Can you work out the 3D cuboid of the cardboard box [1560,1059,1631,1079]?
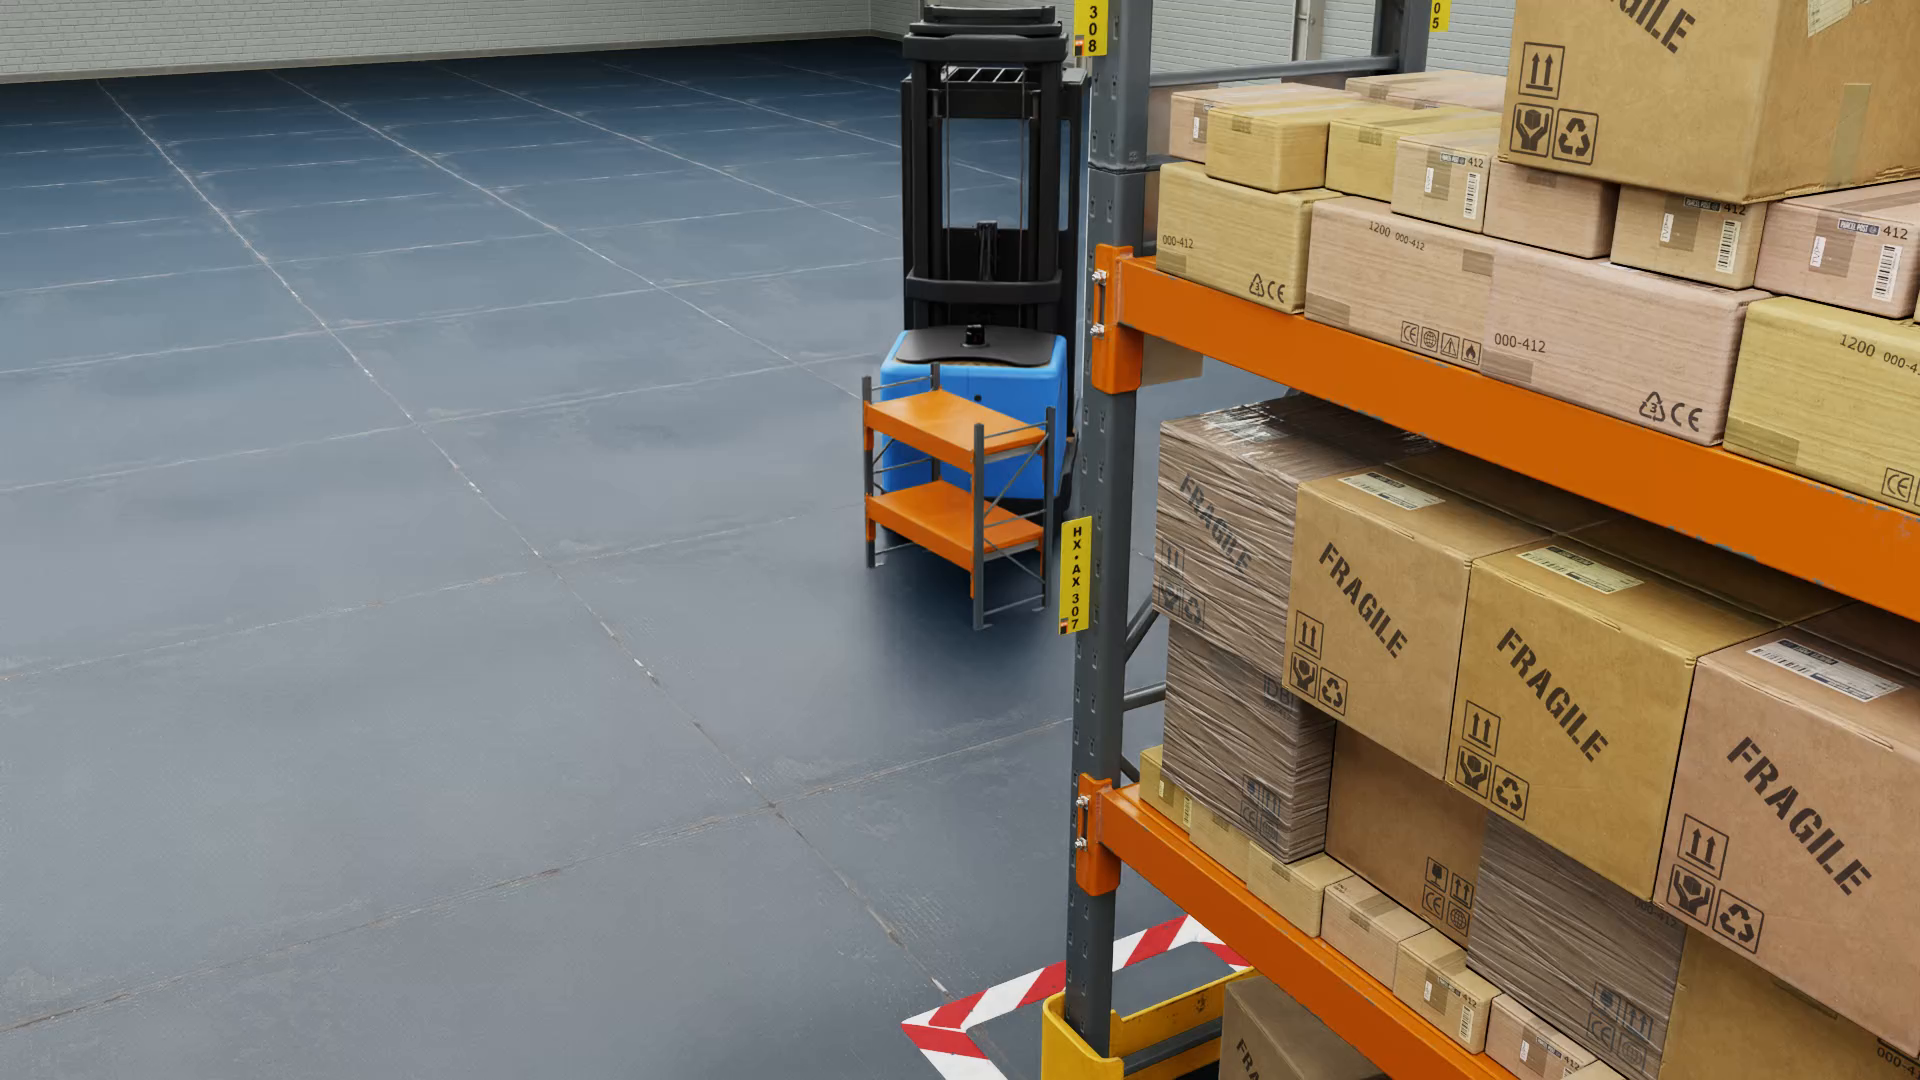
[{"bbox_3d":[1.401,1.152,3.328,0.380,0.149,0.250,-13,25,-28],"label":"cardboard box"}]

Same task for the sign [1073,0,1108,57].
[{"bbox_3d":[0.311,-1.297,3.875,0.100,0.325,0.005,-13,25,-28],"label":"sign"}]

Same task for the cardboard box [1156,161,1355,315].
[{"bbox_3d":[0.801,-0.721,3.818,0.500,0.250,0.500,-12,25,-27],"label":"cardboard box"}]

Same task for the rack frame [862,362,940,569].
[{"bbox_3d":[-0.323,-0.414,9.337,0.500,1.125,0.032,-15,27,-33],"label":"rack frame"}]

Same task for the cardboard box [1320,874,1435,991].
[{"bbox_3d":[1.089,0.893,3.965,0.380,0.149,0.250,-13,25,-28],"label":"cardboard box"}]

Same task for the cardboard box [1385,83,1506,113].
[{"bbox_3d":[1.219,-0.975,3.913,0.380,0.149,0.250,-14,26,-30],"label":"cardboard box"}]

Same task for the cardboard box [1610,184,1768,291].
[{"bbox_3d":[1.354,-0.551,2.869,0.380,0.149,0.250,-14,26,-31],"label":"cardboard box"}]

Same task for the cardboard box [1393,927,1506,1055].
[{"bbox_3d":[1.211,0.975,3.762,0.380,0.149,0.250,-13,25,-28],"label":"cardboard box"}]

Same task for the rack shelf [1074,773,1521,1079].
[{"bbox_3d":[1.799,1.374,3.404,1.077,0.370,4.000,-13,25,-28],"label":"rack shelf"}]

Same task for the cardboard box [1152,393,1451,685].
[{"bbox_3d":[0.824,-0.024,4.031,0.500,0.500,0.500,-13,25,-28],"label":"cardboard box"}]

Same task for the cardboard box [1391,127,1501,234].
[{"bbox_3d":[1.081,-0.716,3.275,0.380,0.149,0.250,-12,25,-26],"label":"cardboard box"}]

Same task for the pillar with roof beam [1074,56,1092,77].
[{"bbox_3d":[-1.307,-12.125,27.692,9.100,9.000,0.400,-13,25,-28],"label":"pillar with roof beam"}]

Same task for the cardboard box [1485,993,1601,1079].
[{"bbox_3d":[1.362,1.051,3.576,0.380,0.149,0.250,-13,25,-28],"label":"cardboard box"}]

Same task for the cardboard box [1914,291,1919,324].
[{"bbox_3d":[1.666,-0.396,2.489,0.380,0.149,0.250,-14,26,-30],"label":"cardboard box"}]

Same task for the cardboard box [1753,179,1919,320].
[{"bbox_3d":[1.522,-0.479,2.692,0.380,0.149,0.250,-13,25,-29],"label":"cardboard box"}]

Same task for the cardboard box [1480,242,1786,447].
[{"bbox_3d":[1.319,-0.395,3.014,0.500,0.250,0.500,-13,25,-28],"label":"cardboard box"}]

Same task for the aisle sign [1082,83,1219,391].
[{"bbox_3d":[0.488,-0.774,4.279,0.394,0.787,0.004,-13,25,-28],"label":"aisle sign"}]

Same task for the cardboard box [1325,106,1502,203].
[{"bbox_3d":[1.003,-0.818,3.526,0.380,0.149,0.250,-13,26,-29],"label":"cardboard box"}]

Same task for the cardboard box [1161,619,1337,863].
[{"bbox_3d":[1.035,0.392,4.335,0.875,0.500,0.500,-13,25,-28],"label":"cardboard box"}]

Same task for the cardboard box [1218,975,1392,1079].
[{"bbox_3d":[1.082,1.562,4.747,0.500,0.500,0.500,-8,23,-18],"label":"cardboard box"}]

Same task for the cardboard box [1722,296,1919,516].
[{"bbox_3d":[1.590,-0.227,2.602,0.500,0.250,0.500,-12,25,-27],"label":"cardboard box"}]

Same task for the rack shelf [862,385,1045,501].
[{"bbox_3d":[-0.022,-0.531,8.847,0.538,0.278,1.000,-15,27,-33],"label":"rack shelf"}]

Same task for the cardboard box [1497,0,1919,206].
[{"bbox_3d":[1.303,-0.880,2.817,0.500,0.500,0.500,-13,25,-28],"label":"cardboard box"}]

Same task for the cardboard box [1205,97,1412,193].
[{"bbox_3d":[0.768,-0.876,3.668,0.380,0.149,0.250,-12,25,-27],"label":"cardboard box"}]

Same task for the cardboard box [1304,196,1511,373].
[{"bbox_3d":[1.070,-0.556,3.411,0.500,0.250,0.500,-13,26,-29],"label":"cardboard box"}]

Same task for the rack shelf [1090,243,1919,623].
[{"bbox_3d":[1.799,-0.016,2.839,1.077,0.370,4.000,-13,25,-28],"label":"rack shelf"}]

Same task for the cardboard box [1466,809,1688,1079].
[{"bbox_3d":[1.611,0.701,3.575,0.875,0.500,0.500,-13,25,-28],"label":"cardboard box"}]

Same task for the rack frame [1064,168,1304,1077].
[{"bbox_3d":[0.777,0.393,4.861,1.000,3.000,0.127,-13,25,-28],"label":"rack frame"}]

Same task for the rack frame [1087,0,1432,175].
[{"bbox_3d":[0.777,-2.386,3.731,1.000,3.000,0.127,-13,25,-28],"label":"rack frame"}]

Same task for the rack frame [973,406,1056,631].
[{"bbox_3d":[0.279,-0.106,8.577,0.500,1.125,0.032,-15,27,-33],"label":"rack frame"}]

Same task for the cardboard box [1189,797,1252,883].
[{"bbox_3d":[0.829,0.732,4.360,0.380,0.149,0.250,-13,25,-28],"label":"cardboard box"}]

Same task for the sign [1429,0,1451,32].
[{"bbox_3d":[1.265,-1.507,4.376,0.100,0.325,0.005,-13,25,-28],"label":"sign"}]

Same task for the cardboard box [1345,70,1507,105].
[{"bbox_3d":[1.187,-1.082,4.176,0.380,0.149,0.250,-13,25,-28],"label":"cardboard box"}]

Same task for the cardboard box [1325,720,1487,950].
[{"bbox_3d":[1.393,0.531,3.994,0.875,0.500,0.500,-13,25,-28],"label":"cardboard box"}]

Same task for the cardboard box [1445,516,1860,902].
[{"bbox_3d":[1.330,0.301,3.232,0.500,0.500,0.500,-13,25,-28],"label":"cardboard box"}]

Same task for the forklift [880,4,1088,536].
[{"bbox_3d":[0.218,-1.884,10.554,1.130,2.935,3.031,3,22,6],"label":"forklift"}]

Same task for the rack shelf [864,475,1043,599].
[{"bbox_3d":[-0.022,-0.033,9.049,0.538,0.278,1.000,-15,27,-33],"label":"rack shelf"}]

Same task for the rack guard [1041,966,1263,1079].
[{"bbox_3d":[0.816,1.576,5.271,1.175,0.500,0.348,-13,25,-28],"label":"rack guard"}]

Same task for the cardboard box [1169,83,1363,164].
[{"bbox_3d":[0.719,-0.978,3.921,0.380,0.149,0.250,-13,25,-29],"label":"cardboard box"}]

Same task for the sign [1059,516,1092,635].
[{"bbox_3d":[0.311,0.096,4.441,0.100,0.325,0.005,-13,25,-28],"label":"sign"}]

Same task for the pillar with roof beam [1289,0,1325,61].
[{"bbox_3d":[1.758,-10.183,22.913,9.100,9.000,0.400,-13,25,-28],"label":"pillar with roof beam"}]

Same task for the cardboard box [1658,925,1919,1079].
[{"bbox_3d":[1.857,0.865,3.171,0.875,0.500,0.500,-13,25,-28],"label":"cardboard box"}]

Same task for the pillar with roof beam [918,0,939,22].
[{"bbox_3d":[-4.372,-14.067,32.470,9.100,9.000,0.400,-13,25,-28],"label":"pillar with roof beam"}]

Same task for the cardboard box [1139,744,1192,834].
[{"bbox_3d":[0.718,0.648,4.568,0.380,0.149,0.250,-13,25,-28],"label":"cardboard box"}]

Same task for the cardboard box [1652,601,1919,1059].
[{"bbox_3d":[1.590,0.462,2.836,0.500,0.500,0.500,-13,25,-28],"label":"cardboard box"}]

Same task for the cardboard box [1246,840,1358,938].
[{"bbox_3d":[0.944,0.816,4.154,0.380,0.149,0.250,-13,25,-28],"label":"cardboard box"}]

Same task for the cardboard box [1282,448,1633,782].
[{"bbox_3d":[1.073,0.139,3.629,0.500,0.500,0.500,-13,25,-28],"label":"cardboard box"}]

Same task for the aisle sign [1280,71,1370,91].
[{"bbox_3d":[1.003,-0.889,4.563,0.394,0.787,0.004,-13,25,-28],"label":"aisle sign"}]

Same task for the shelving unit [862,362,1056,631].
[{"bbox_3d":[-0.022,-0.260,8.957,0.538,1.125,1.048,-15,27,-33],"label":"shelving unit"}]

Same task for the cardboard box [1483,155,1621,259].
[{"bbox_3d":[1.202,-0.636,3.079,0.380,0.149,0.250,-13,25,-28],"label":"cardboard box"}]
